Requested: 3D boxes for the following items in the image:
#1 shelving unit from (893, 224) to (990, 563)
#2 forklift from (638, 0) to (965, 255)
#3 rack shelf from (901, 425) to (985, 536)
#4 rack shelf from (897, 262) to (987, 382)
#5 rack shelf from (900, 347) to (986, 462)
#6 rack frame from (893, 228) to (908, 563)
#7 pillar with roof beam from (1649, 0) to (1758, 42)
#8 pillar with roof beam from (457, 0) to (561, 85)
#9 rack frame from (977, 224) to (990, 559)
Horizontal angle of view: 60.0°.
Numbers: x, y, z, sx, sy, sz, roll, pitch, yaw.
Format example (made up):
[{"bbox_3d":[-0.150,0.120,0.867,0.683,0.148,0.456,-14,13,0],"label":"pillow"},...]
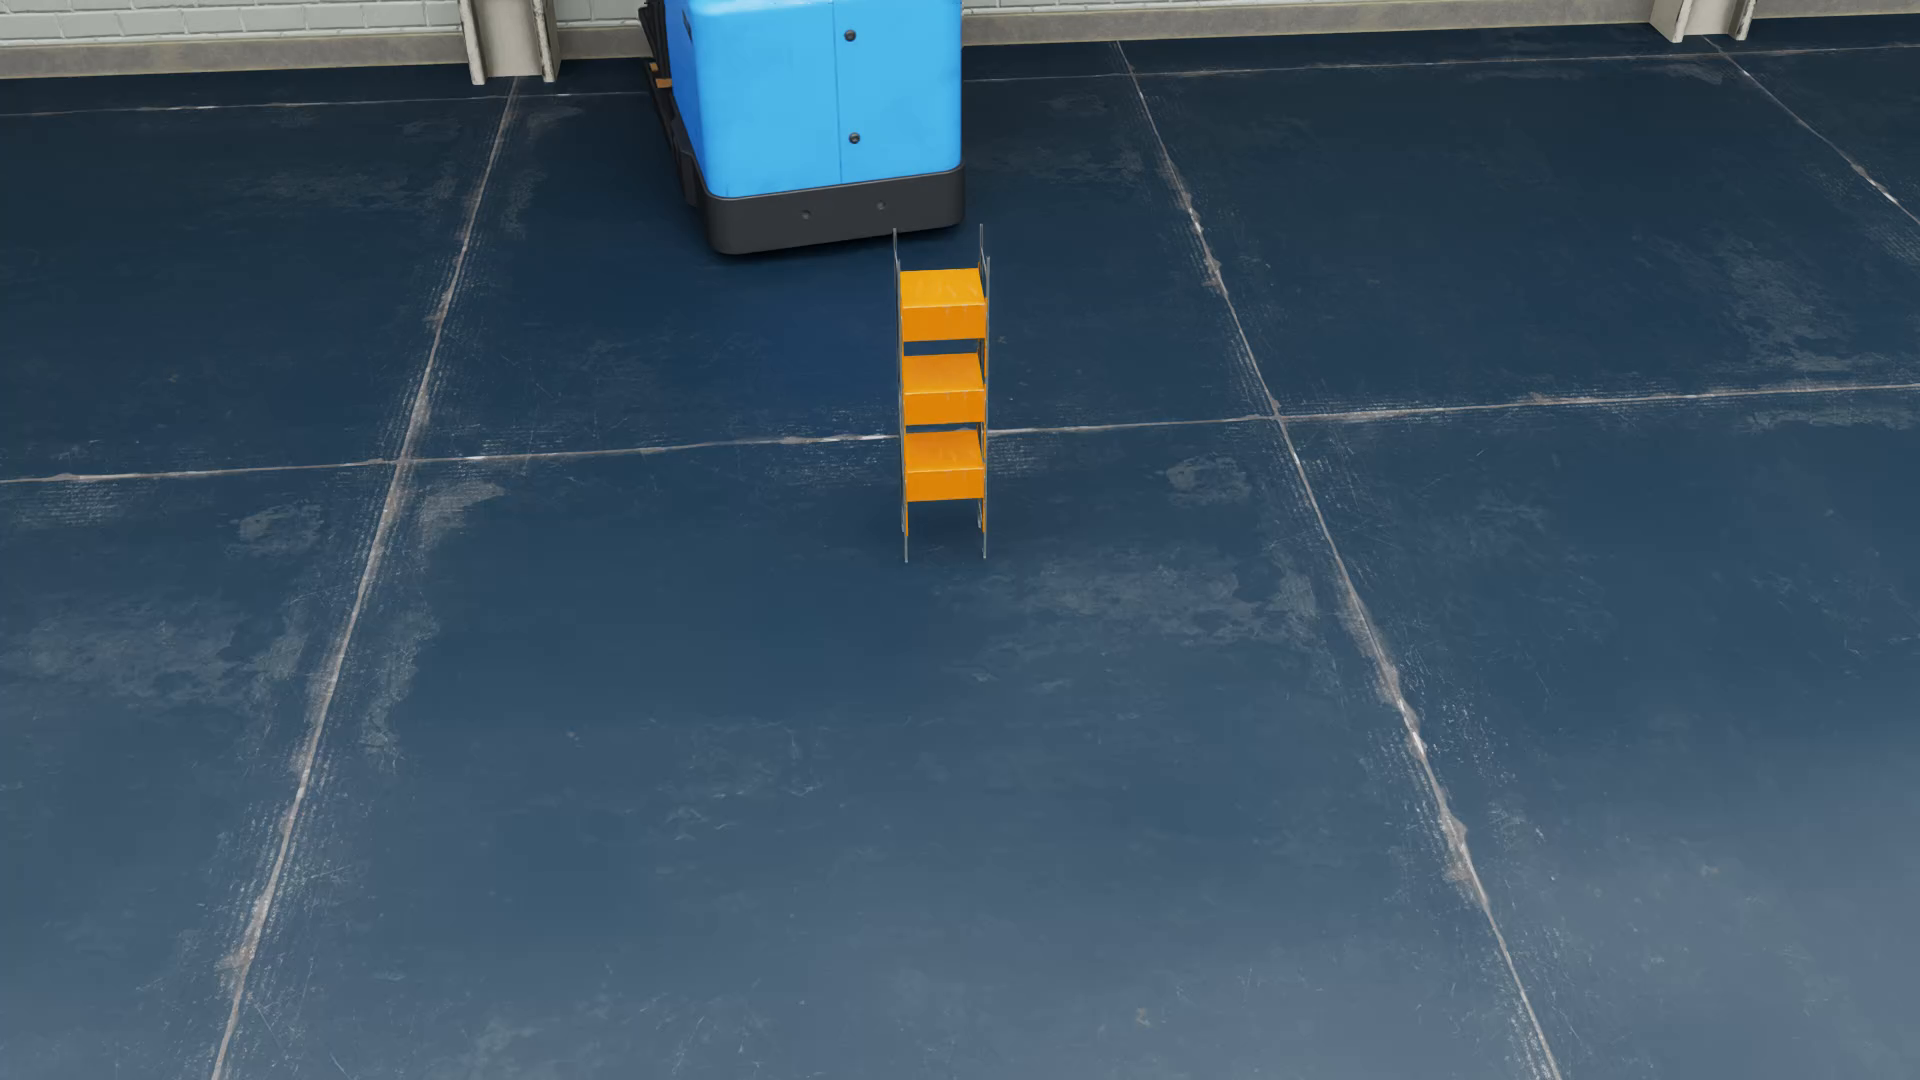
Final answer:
[{"bbox_3d":[-0.053,-0.409,4.921,0.252,1.050,0.215,-3,38,-4],"label":"shelving unit"},{"bbox_3d":[-0.872,-3.195,6.933,1.130,2.935,3.031,-10,39,-12],"label":"forklift"},{"bbox_3d":[-0.053,-0.183,5.100,0.240,0.259,0.215,-3,38,-4],"label":"rack shelf"},{"bbox_3d":[-0.053,-0.624,4.752,0.240,0.259,0.215,-3,38,-4],"label":"rack shelf"},{"bbox_3d":[-0.053,-0.401,4.928,0.240,0.259,0.215,-3,38,-4],"label":"rack shelf"},{"bbox_3d":[-0.175,-0.403,4.913,0.008,1.050,0.200,-3,38,-4],"label":"rack frame"},{"bbox_3d":[4.184,-3.514,2.439,0.400,9.000,9.100,-3,38,-4],"label":"pillar with roof beam"},{"bbox_3d":[-1.792,-3.185,2.021,0.400,9.000,9.100,-3,38,-4],"label":"pillar with roof beam"},{"bbox_3d":[0.068,-0.416,4.930,0.008,1.050,0.200,-3,38,-4],"label":"rack frame"}]
